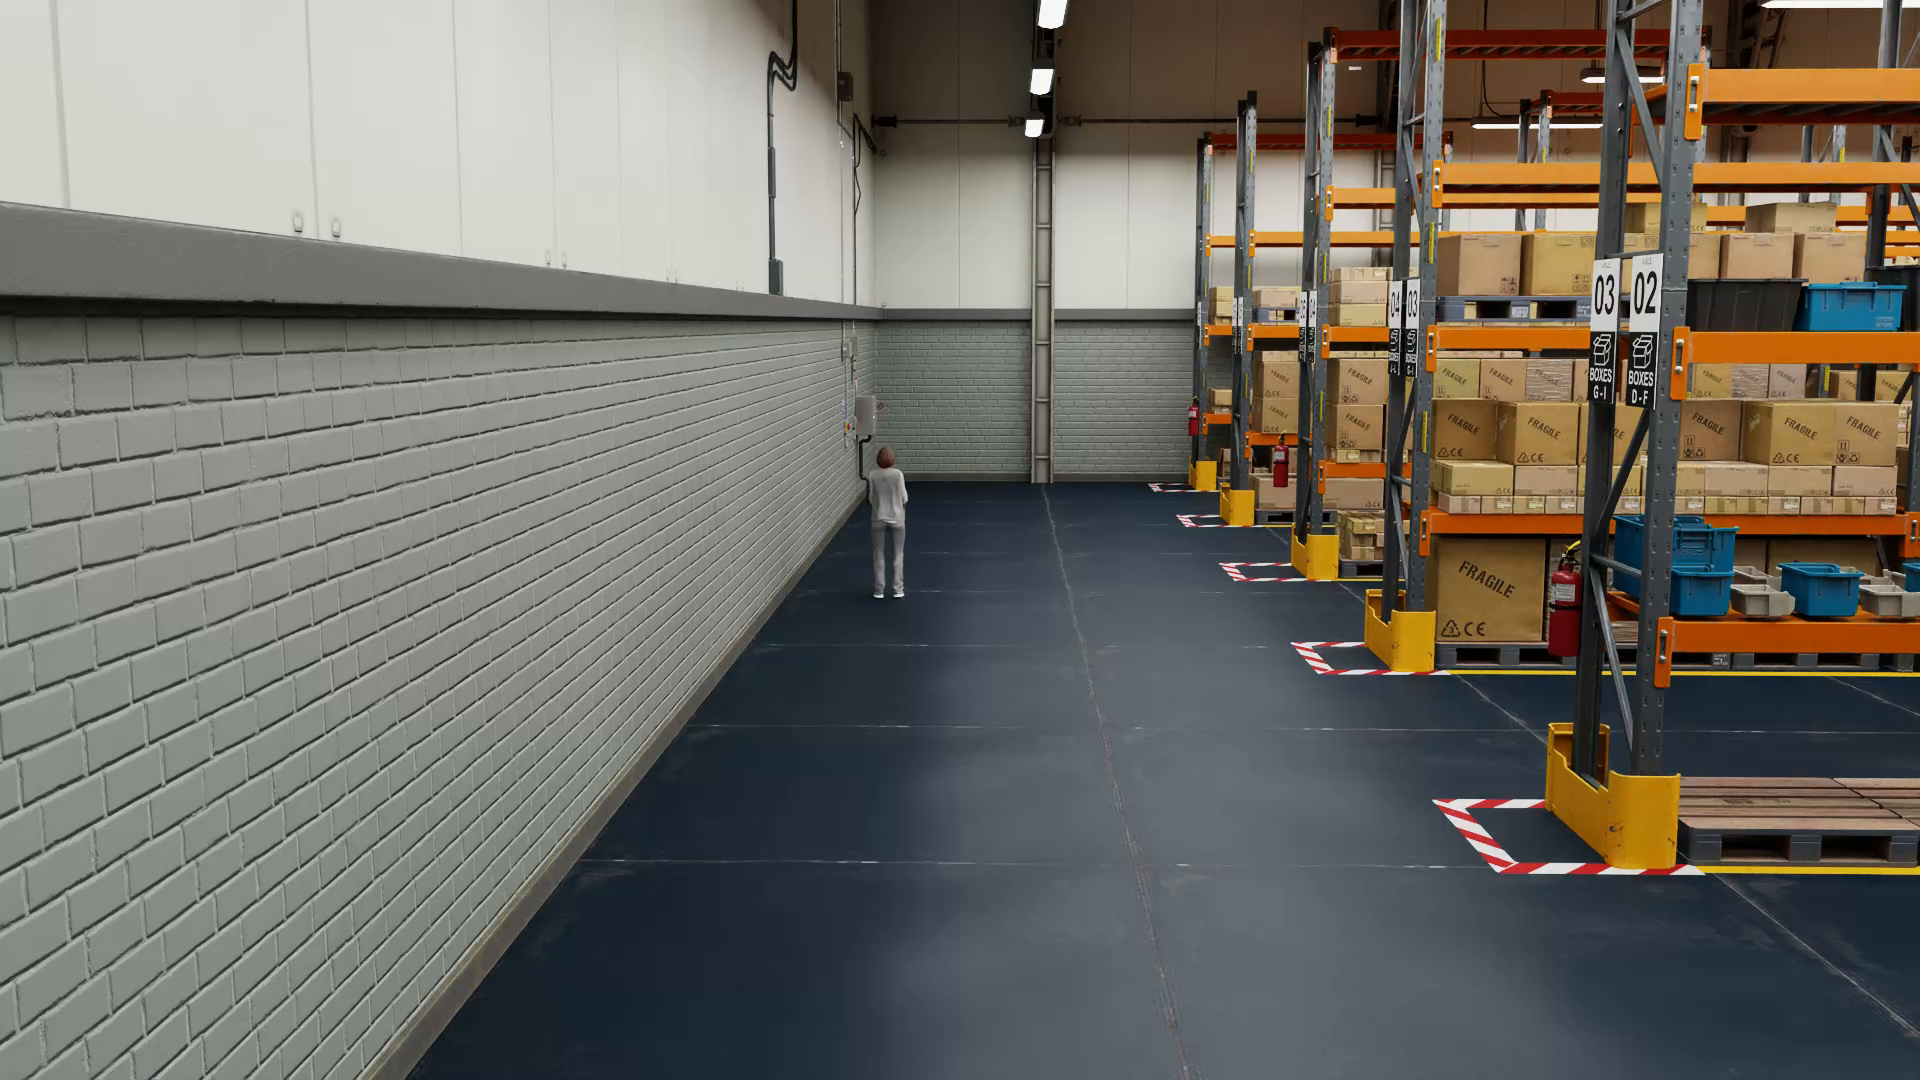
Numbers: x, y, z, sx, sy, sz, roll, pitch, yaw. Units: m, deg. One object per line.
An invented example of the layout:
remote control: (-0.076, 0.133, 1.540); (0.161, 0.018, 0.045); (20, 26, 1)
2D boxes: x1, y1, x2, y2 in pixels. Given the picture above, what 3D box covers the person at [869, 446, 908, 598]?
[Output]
person: (-0.746, -0.195, 17.336); (0.405, 1.590, 0.497); (0, 7, 2)
